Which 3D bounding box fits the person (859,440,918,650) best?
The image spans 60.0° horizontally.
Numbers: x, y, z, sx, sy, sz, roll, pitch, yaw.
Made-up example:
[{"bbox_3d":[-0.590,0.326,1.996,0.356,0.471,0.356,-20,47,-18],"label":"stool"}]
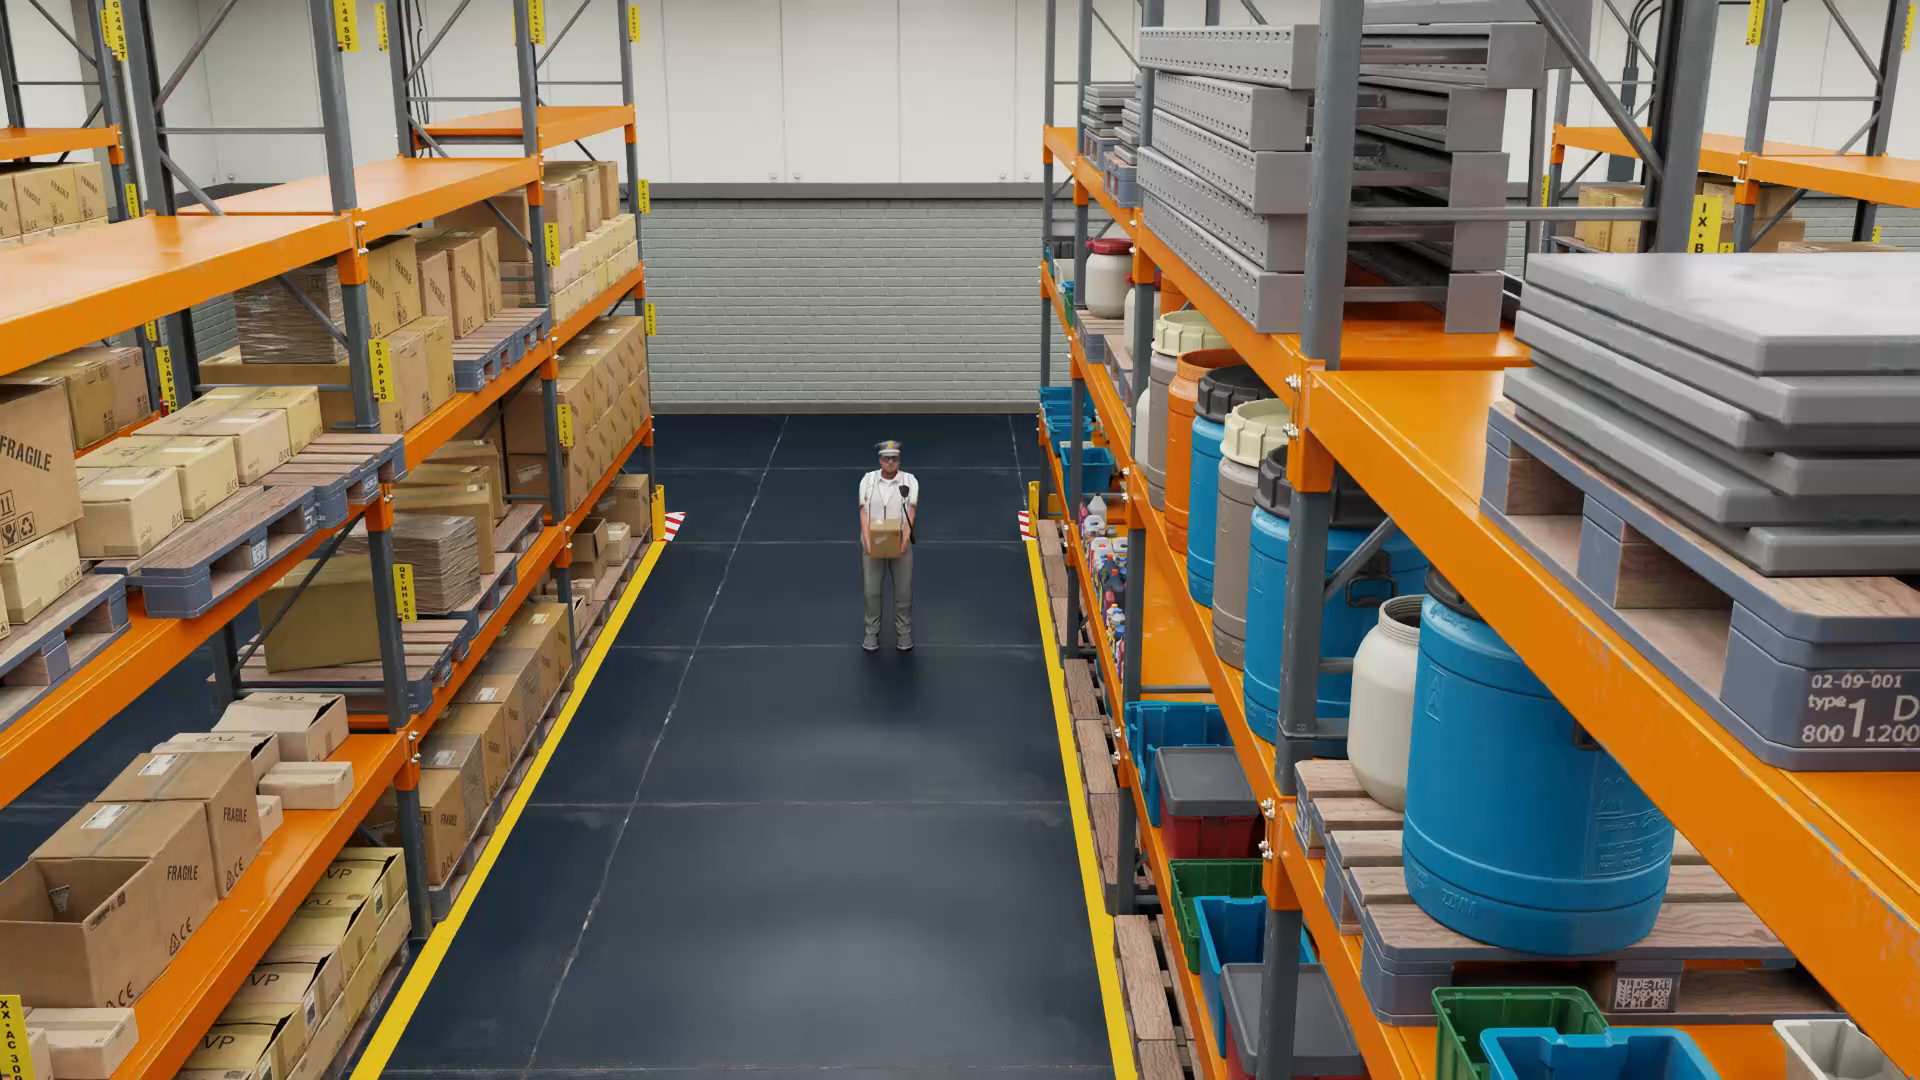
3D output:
[{"bbox_3d":[-0.590,0.055,13.826,0.493,1.763,0.573,0,17,-1],"label":"person"}]
